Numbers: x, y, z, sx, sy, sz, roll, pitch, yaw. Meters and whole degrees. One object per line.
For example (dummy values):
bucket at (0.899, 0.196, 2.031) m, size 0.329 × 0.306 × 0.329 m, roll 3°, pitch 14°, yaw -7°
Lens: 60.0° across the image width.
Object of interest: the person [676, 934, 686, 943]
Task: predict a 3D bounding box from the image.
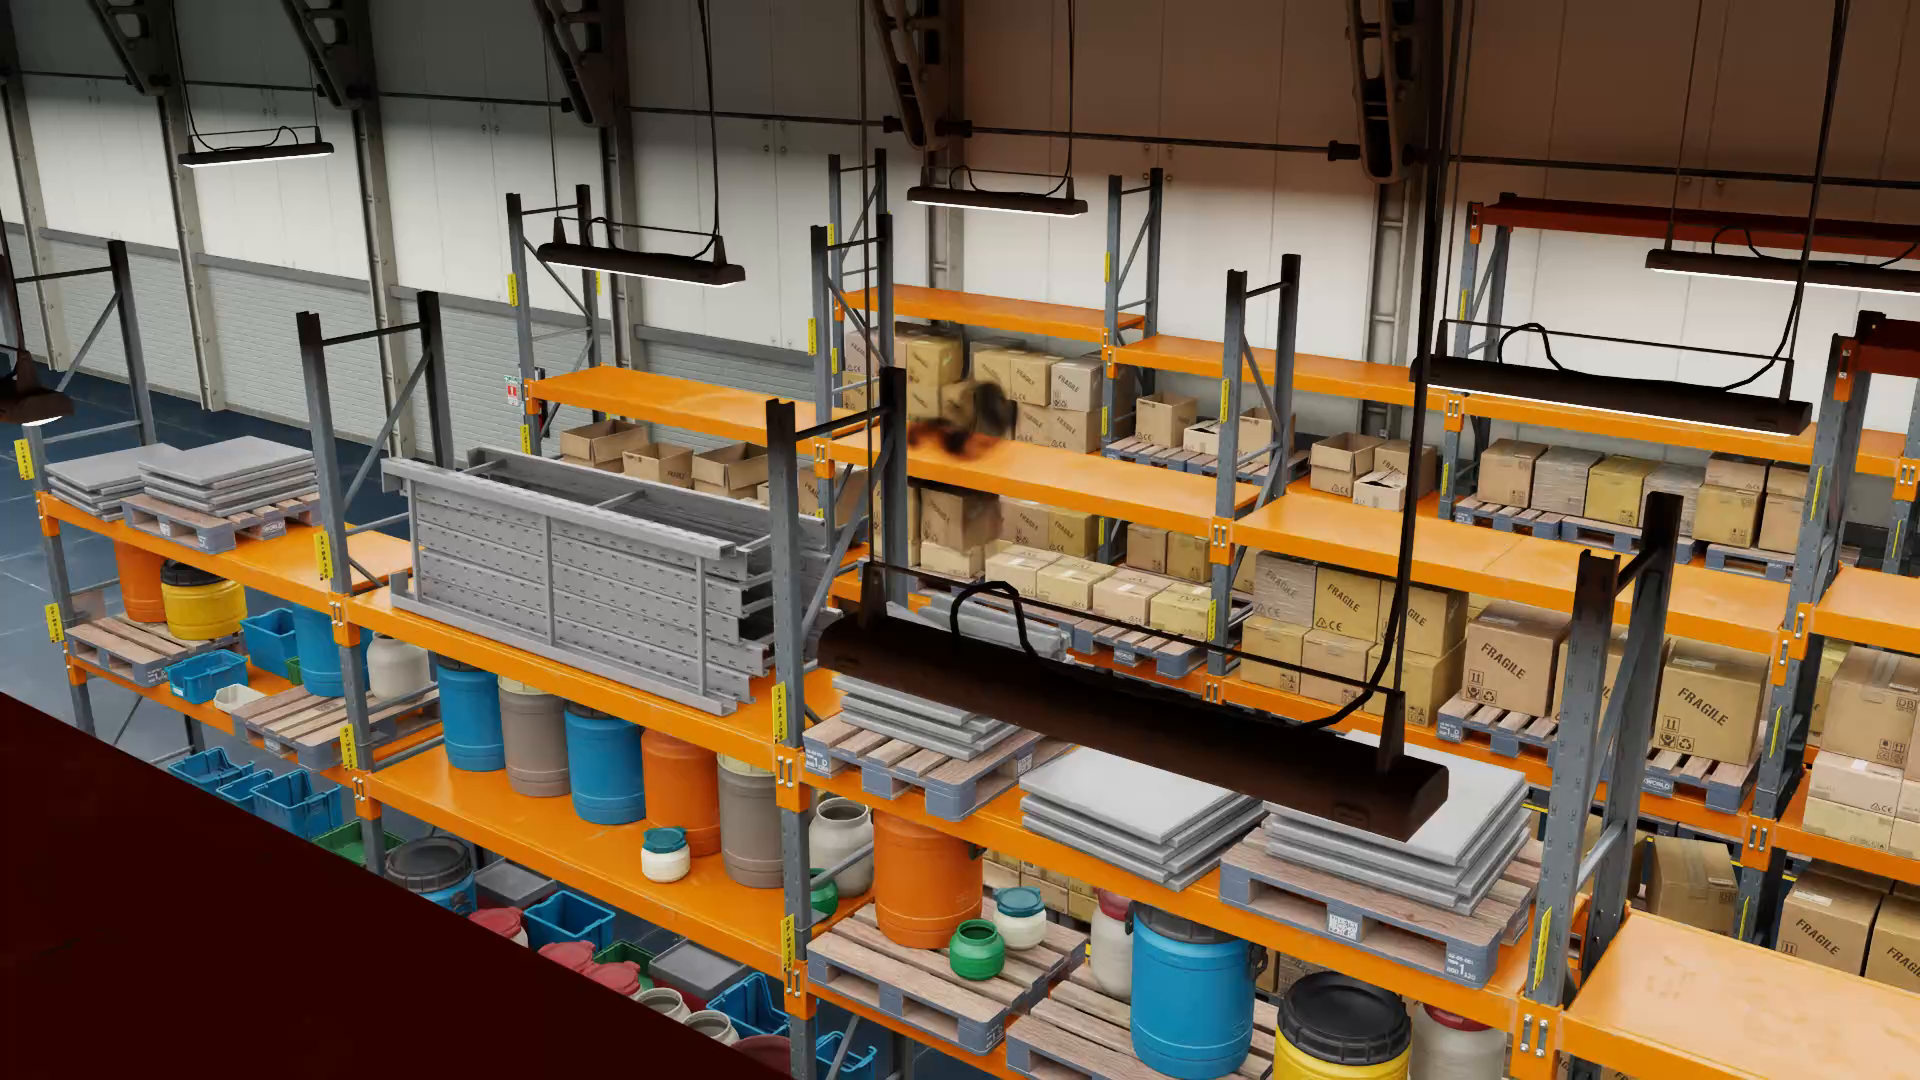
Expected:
person at (-2.188, 2.643, 13.755) m, size 0.731 × 1.871 × 0.622 m, roll 9°, pitch 20°, yaw 24°
